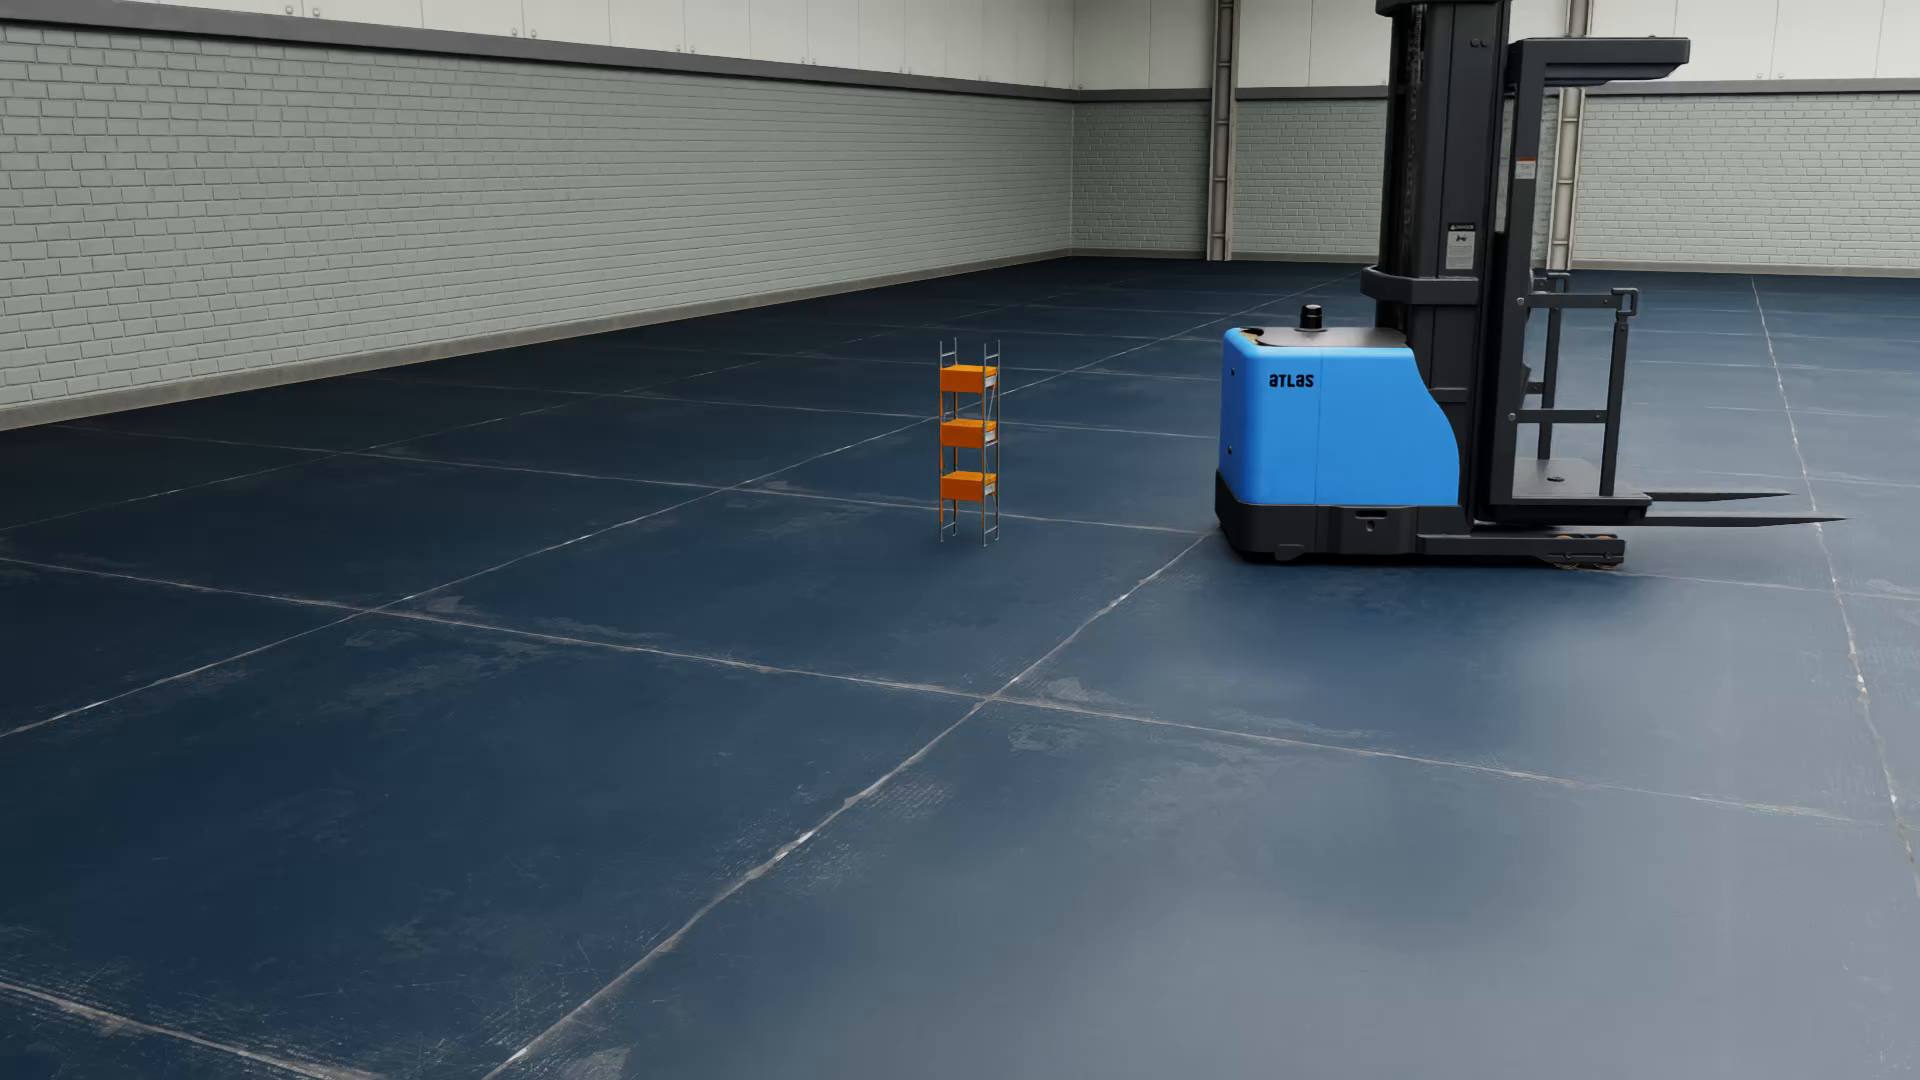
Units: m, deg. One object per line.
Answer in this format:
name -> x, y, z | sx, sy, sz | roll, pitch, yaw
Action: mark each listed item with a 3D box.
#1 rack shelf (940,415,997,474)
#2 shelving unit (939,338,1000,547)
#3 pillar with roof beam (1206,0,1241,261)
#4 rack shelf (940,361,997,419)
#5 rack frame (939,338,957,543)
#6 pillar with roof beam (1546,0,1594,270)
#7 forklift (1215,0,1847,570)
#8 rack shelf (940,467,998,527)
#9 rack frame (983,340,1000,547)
rack shelf -> 0.049, -0.496, 8.616 | 0.240, 0.259, 0.215 | 6, 14, 23
shelving unit -> 0.049, -0.506, 8.614 | 0.252, 1.050, 0.215 | 6, 14, 23
pillar with roof beam -> 3.083, -8.703, 26.148 | 0.400, 9.000, 9.100 | 6, 14, 23
rack shelf -> 0.049, -0.772, 8.551 | 0.240, 0.259, 0.215 | 6, 14, 23
rack frame -> -0.063, -0.517, 8.662 | 0.008, 1.050, 0.200 | 6, 14, 23
pillar with roof beam -> 8.569, -8.148, 23.782 | 0.400, 9.000, 9.100 | 6, 14, 23
forklift -> 2.896, -1.405, 8.328 | 3.031, 2.935, 1.130 | 0, 13, 2
rack shelf -> 0.049, -0.225, 8.680 | 0.240, 0.259, 0.215 | 6, 14, 23
rack frame -> 0.160, -0.495, 8.566 | 0.008, 1.050, 0.200 | 6, 14, 23
